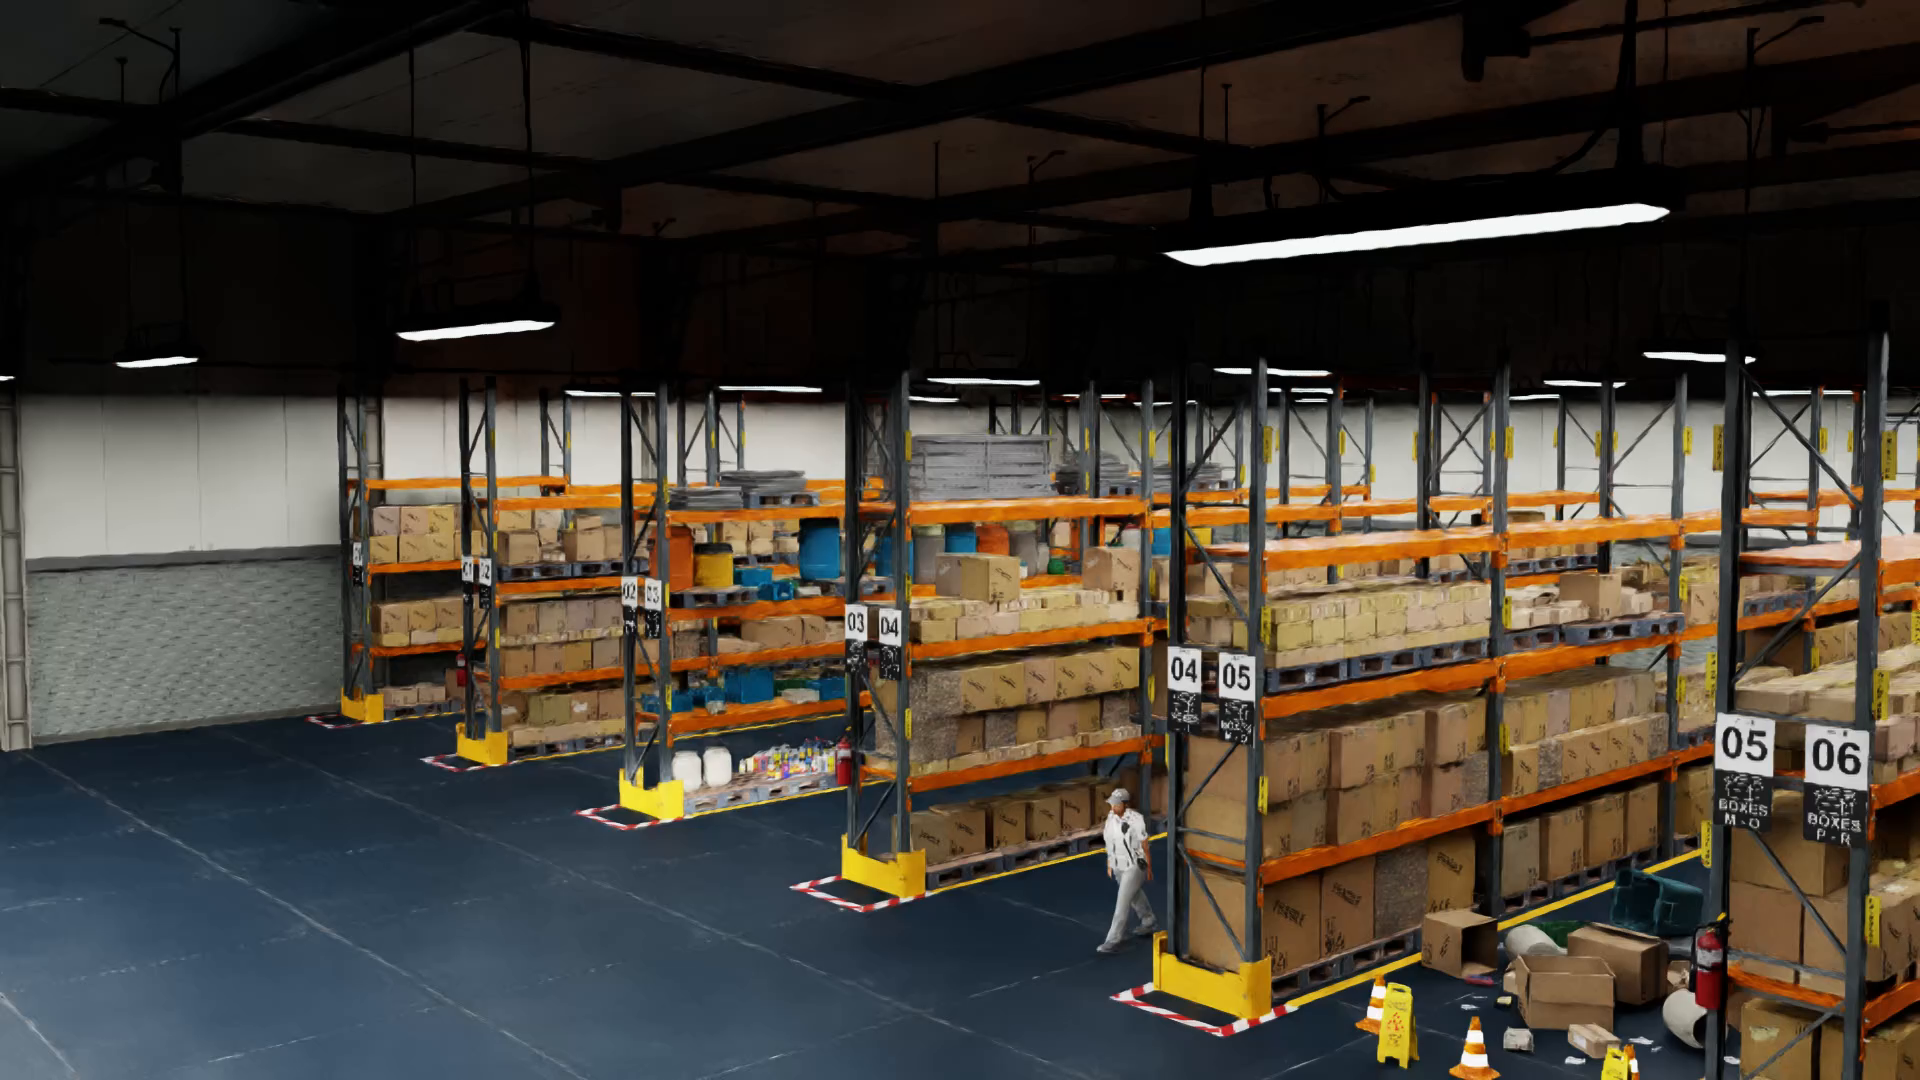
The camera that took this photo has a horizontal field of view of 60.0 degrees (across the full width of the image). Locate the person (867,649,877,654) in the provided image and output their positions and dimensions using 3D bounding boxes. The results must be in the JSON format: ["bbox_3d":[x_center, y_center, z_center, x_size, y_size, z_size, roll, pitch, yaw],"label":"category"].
[{"bbox_3d":[-1.858,2.011,35.349,0.802,1.689,0.716,-3,5,-37],"label":"person"}]

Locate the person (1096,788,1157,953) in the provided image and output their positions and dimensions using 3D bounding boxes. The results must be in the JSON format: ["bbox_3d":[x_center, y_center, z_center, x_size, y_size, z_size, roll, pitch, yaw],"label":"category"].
[{"bbox_3d":[1.650,3.258,16.698,1.079,1.578,0.499,-3,5,-40],"label":"person"}]
